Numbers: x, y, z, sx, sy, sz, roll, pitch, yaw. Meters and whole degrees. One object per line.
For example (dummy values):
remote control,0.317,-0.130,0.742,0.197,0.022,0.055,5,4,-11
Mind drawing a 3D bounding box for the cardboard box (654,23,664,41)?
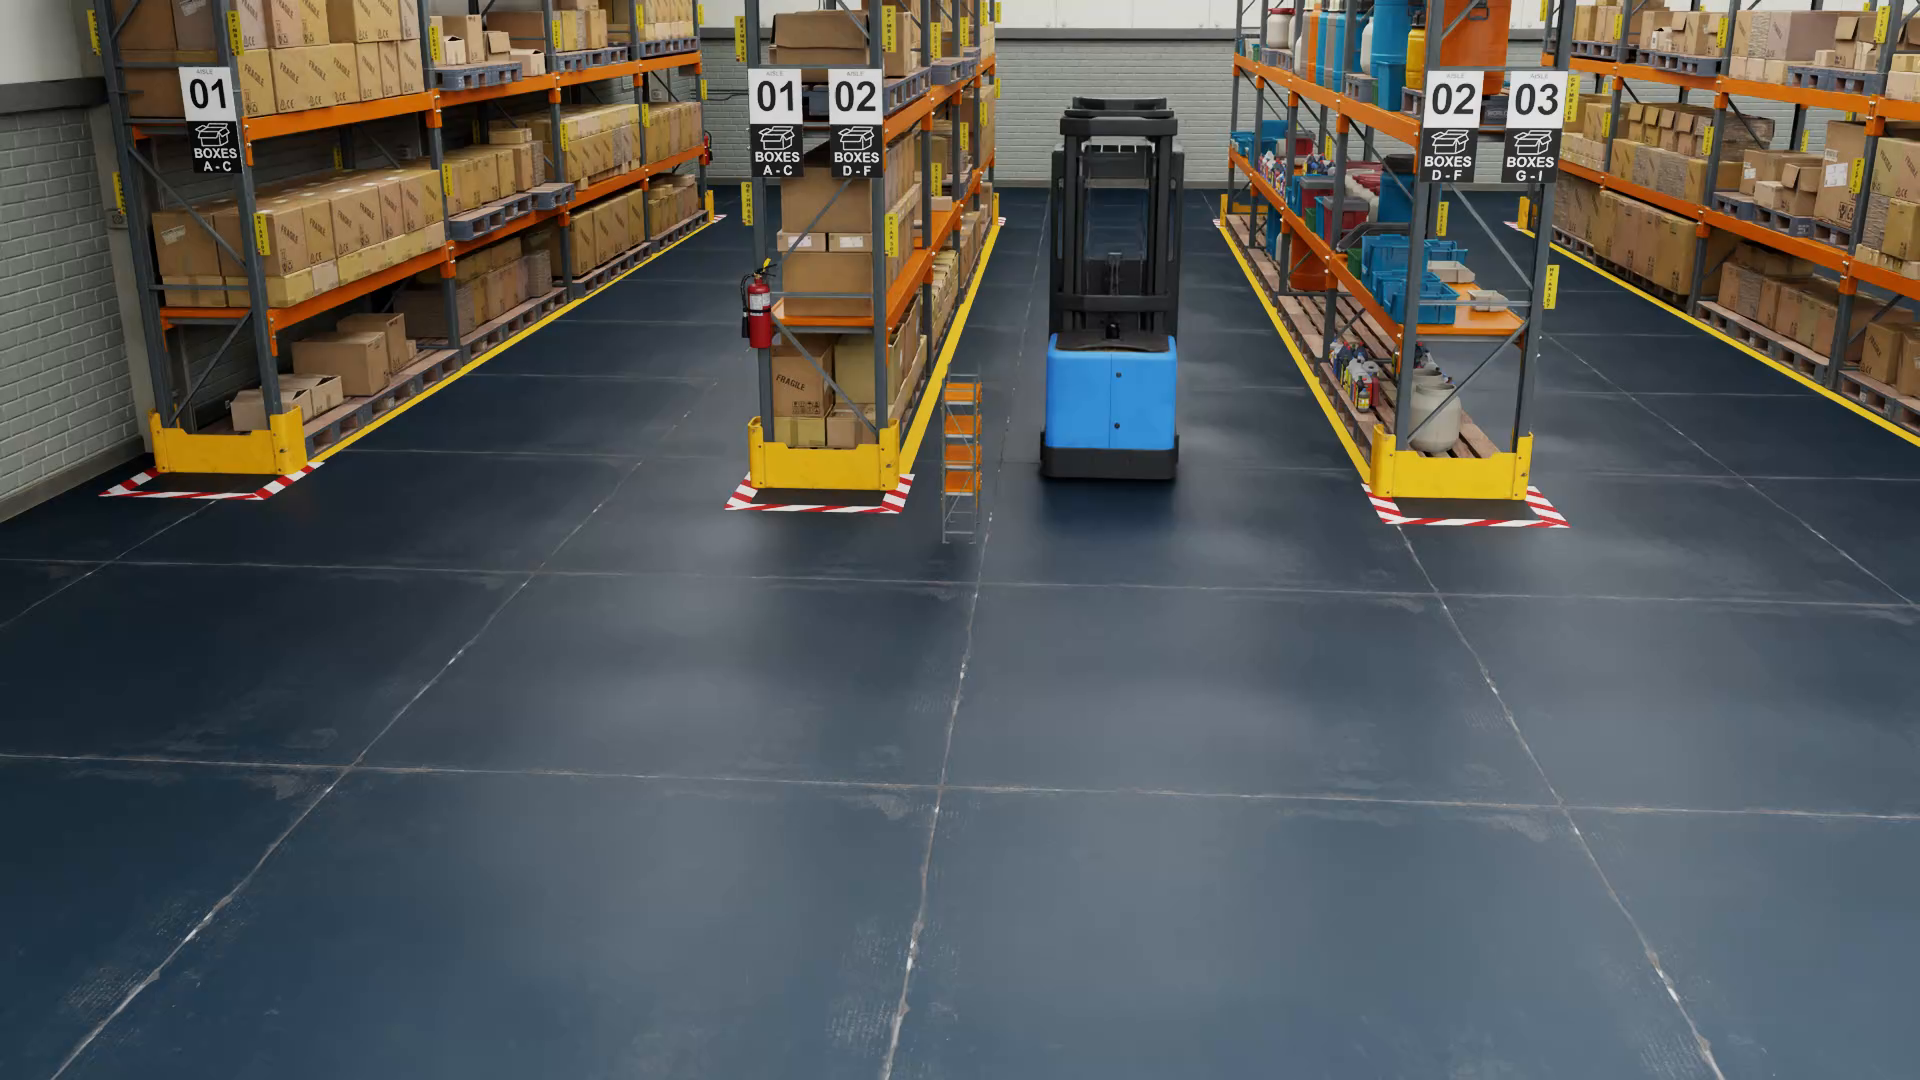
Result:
cardboard box,-4.792,-7.692,25.168,0.500,0.250,0.500,1,18,3

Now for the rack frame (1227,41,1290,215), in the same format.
rack frame,5.013,-6.745,27.690,1.000,3.000,0.127,1,18,4

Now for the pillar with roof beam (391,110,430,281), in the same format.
pillar with roof beam,-2.104,-6.852,18.382,9.100,9.000,0.400,1,18,4

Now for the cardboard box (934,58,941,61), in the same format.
cardboard box,-0.497,-5.620,19.008,0.500,0.250,0.500,2,18,5

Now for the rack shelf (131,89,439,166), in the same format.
rack shelf,-5.872,-3.702,14.740,1.077,0.370,4.000,1,18,4

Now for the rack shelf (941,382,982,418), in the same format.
rack shelf,0.012,-0.995,11.771,0.258,0.148,0.480,1,18,4

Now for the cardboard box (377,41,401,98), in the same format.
cardboard box,-5.568,-4.402,15.531,0.500,0.500,0.500,0,18,-1

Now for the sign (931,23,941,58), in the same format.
sign,-0.234,-4.827,16.061,0.100,0.325,0.005,1,18,4

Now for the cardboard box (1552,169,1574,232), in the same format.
cardboard box,9.922,-5.341,26.144,0.875,0.875,0.875,1,18,4

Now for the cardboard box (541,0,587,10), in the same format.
cardboard box,-5.374,-7.320,22.557,0.500,0.250,0.500,1,18,2

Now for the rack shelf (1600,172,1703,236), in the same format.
rack shelf,9.523,-4.429,21.778,1.077,0.370,4.000,1,18,4

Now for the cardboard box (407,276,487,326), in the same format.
cardboard box,-5.706,-2.651,18.504,0.700,0.500,0.500,1,18,3

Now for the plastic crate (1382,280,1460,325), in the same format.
plastic crate,3.603,-1.867,13.043,0.499,0.251,0.616,1,18,4

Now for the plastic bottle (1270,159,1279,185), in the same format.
plastic bottle,4.201,-4.874,22.061,0.144,0.351,0.185,1,18,4

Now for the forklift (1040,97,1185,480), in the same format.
forklift,1.318,-2.283,14.183,1.130,2.935,3.031,2,18,5

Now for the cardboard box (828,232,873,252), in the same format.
cardboard box,-0.831,-2.360,13.107,0.380,0.149,0.250,1,18,4

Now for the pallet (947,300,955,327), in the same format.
pallet,-0.599,-2.792,20.105,1.003,0.211,1.213,1,18,4

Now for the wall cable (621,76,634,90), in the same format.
wall cable,-5.720,-7.868,29.485,0.084,1.984,1.851,1,18,4

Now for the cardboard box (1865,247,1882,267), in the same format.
cardboard box,8.747,-2.651,15.599,0.380,0.149,0.250,1,18,4

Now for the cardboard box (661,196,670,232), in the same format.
cardboard box,-4.960,-5.121,26.076,0.700,0.500,0.500,1,18,3

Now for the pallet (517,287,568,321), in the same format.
pallet,-5.500,-2.914,20.476,1.003,0.211,1.213,1,18,4

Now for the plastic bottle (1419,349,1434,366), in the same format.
plastic bottle,4.357,-1.602,15.542,0.144,0.351,0.185,1,18,4

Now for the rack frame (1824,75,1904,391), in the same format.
rack frame,9.093,-2.907,15.979,1.000,3.000,0.127,1,18,4

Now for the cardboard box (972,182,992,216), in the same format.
cardboard box,0.279,-5.704,27.820,0.500,0.500,0.500,1,18,4

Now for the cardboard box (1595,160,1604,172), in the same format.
cardboard box,9.362,-5.375,23.912,0.380,0.149,0.250,1,18,4

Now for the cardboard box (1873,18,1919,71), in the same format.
cardboard box,9.225,-4.725,15.869,0.797,0.503,0.637,0,18,1

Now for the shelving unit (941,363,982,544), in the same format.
shelving unit,0.012,-0.622,11.893,0.258,1.200,0.503,1,18,4

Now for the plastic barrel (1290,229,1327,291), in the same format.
plastic barrel,4.458,-3.581,20.845,0.600,0.830,0.708,1,18,4

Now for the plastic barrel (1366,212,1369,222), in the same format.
plastic barrel,4.401,-3.360,17.582,0.301,0.262,0.301,0,18,0

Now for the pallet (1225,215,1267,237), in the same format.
pallet,4.915,-5.165,27.346,1.003,0.211,1.213,1,18,4

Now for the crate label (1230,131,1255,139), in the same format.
crate label,4.667,-6.625,27.495,0.416,0.233,0.303,1,18,4

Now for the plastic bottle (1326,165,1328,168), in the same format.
plastic bottle,4.880,-4.851,22.118,0.097,0.271,0.097,0,18,0

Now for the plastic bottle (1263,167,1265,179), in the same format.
plastic bottle,4.244,-5.094,22.970,0.097,0.201,0.097,0,18,0

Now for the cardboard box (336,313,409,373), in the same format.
cardboard box,-5.763,-1.937,16.325,0.500,0.500,0.500,0,18,0

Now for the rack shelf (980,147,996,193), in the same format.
rack shelf,-0.071,-5.894,26.248,1.077,0.370,4.000,1,18,4

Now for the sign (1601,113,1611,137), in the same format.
sign,9.113,-5.853,23.451,0.100,0.325,0.005,1,18,4

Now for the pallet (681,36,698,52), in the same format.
pallet,-4.911,-8.119,27.208,1.003,0.211,1.213,1,18,4

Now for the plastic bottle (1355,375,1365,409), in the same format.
plastic bottle,3.551,-1.311,14.762,0.061,0.283,0.133,2,18,5

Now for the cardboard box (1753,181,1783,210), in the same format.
cardboard box,9.030,-3.763,18.155,0.500,0.250,0.500,1,18,2

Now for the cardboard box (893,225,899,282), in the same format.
cardboard box,-0.920,-2.561,14.759,0.700,0.500,0.500,2,18,6

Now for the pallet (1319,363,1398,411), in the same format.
pallet,4.063,-1.485,16.117,1.003,0.211,1.213,1,18,4

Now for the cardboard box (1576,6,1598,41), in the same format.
cardboard box,9.820,-7.858,25.274,0.700,0.500,0.500,0,18,0

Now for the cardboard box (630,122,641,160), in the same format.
cardboard box,-4.937,-5.773,24.054,0.500,0.500,0.500,1,18,3

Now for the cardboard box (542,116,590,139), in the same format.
cardboard box,-5.115,-5.338,21.523,0.500,0.250,0.500,1,18,3

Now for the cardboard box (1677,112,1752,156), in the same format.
cardboard box,9.498,-5.103,20.908,0.797,0.503,0.637,2,18,5

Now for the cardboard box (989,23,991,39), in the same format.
cardboard box,0.215,-7.973,26.058,0.500,0.250,0.500,1,18,4

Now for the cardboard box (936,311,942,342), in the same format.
cardboard box,-0.474,-2.301,17.870,0.500,0.250,0.500,2,18,5

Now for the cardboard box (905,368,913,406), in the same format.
cardboard box,-0.705,-1.408,15.143,0.500,0.250,0.500,1,18,4

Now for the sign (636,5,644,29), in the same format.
sign,-4.613,-7.535,23.950,0.100,0.325,0.005,1,18,4

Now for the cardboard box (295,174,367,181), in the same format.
cardboard box,-6.012,-3.232,15.973,0.500,0.500,0.500,1,18,4

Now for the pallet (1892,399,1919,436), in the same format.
pallet,8.995,-0.993,14.615,1.003,0.211,1.213,1,18,4

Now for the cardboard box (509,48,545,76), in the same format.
cardboard box,-5.224,-5.644,19.625,0.500,0.311,0.500,1,18,4

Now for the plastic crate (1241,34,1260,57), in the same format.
plastic crate,4.629,-7.673,25.804,0.504,0.338,0.767,1,18,4
